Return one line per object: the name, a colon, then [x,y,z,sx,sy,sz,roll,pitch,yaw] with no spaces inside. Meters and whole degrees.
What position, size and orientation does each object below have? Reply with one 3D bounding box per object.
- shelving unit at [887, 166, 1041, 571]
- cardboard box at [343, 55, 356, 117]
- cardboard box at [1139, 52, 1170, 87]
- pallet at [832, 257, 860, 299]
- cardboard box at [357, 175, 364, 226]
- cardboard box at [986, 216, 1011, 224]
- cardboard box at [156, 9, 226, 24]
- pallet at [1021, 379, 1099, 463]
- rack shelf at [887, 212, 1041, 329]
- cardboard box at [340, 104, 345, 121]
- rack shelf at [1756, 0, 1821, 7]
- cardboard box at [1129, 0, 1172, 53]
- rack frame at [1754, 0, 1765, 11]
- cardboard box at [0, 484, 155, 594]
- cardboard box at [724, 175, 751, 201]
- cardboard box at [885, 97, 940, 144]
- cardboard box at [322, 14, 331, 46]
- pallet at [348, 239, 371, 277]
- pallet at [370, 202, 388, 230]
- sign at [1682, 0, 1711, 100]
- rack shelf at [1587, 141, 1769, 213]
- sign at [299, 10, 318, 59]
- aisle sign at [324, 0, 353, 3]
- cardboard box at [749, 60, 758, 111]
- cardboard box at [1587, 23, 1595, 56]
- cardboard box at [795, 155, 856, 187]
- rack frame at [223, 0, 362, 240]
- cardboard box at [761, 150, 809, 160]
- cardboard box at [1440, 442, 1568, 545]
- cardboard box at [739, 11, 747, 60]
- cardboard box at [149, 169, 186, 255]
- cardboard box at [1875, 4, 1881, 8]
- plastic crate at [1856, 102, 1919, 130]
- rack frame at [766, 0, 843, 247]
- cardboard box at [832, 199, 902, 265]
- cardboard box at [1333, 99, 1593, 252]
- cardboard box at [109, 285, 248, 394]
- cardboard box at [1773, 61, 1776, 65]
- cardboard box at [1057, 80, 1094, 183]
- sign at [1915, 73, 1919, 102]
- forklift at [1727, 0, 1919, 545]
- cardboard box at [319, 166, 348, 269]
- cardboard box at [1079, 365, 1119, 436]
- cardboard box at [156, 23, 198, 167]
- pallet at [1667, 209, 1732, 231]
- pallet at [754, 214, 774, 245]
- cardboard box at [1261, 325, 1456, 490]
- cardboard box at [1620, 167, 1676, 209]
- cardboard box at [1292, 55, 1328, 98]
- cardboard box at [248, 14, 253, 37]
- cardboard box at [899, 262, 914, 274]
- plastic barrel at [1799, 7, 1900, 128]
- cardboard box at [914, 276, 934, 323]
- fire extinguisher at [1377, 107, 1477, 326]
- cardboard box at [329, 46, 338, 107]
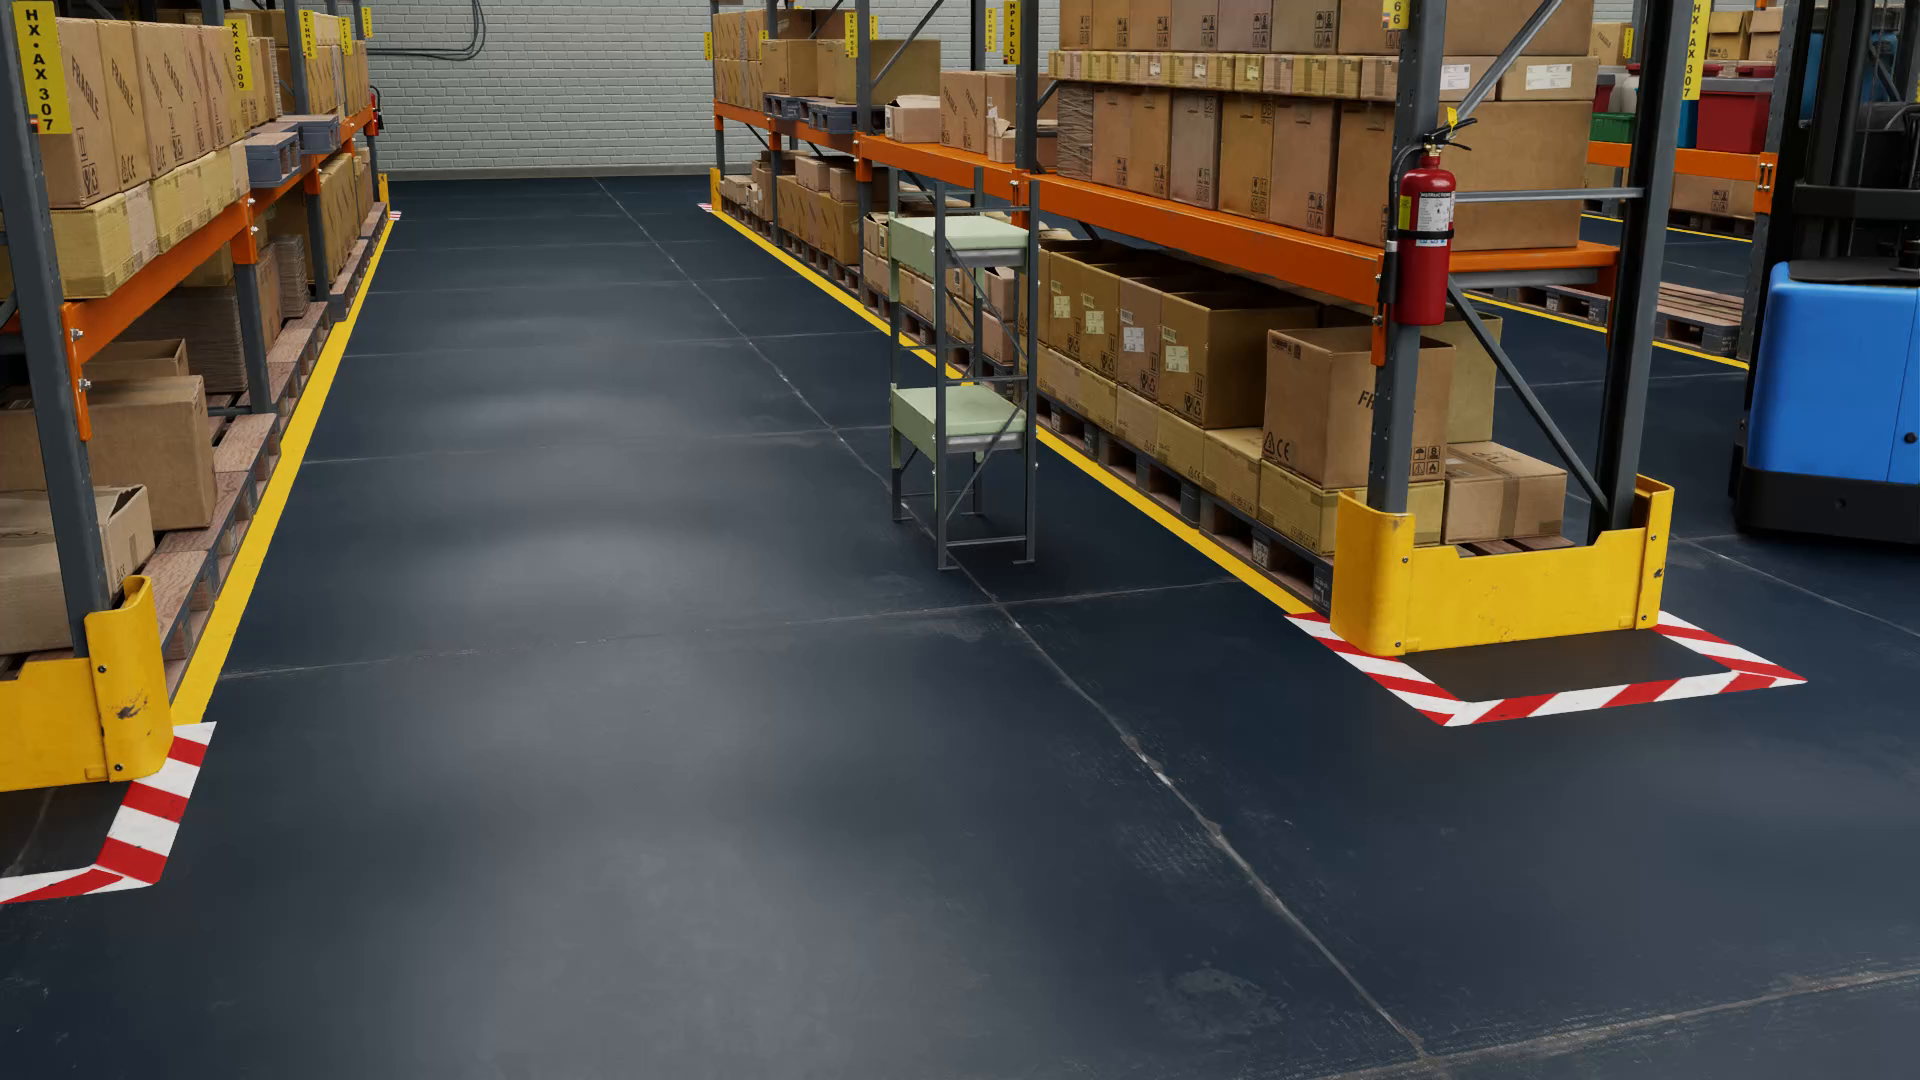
shelving unit: [0.002,-0.716,6.730,0.431,1.500,0.755,-5,17,-15]
cardboard box: [-6.294,-4.359,15.729,0.980,0.700,0.700,-4,17,-14]
cardboard box: [1.046,-2.157,7.617,0.380,0.149,0.250,-5,17,-17]
pallet: [-0.468,-2.224,13.991,1.003,0.211,1.213,-5,17,-15]
cardboard box: [-6.402,-3.422,16.746,0.700,0.500,0.500,-5,17,-16]
cardboard box: [0.230,-2.235,12.252,0.500,0.311,0.500,-5,17,-16]
cardboard box: [-5.435,-3.622,11.766,0.500,0.250,0.500,-4,17,-14]
pallet: [0.978,-0.685,8.866,1.003,0.211,1.213,-5,17,-15]
rack shelf: [0.002,-1.090,6.618,0.431,0.370,0.720,-5,17,-15]
cardboard box: [-5.703,-3.814,14.838,0.380,0.149,0.250,-4,17,-14]
rack shelf: [12.374,-7.248,21.905,1.077,0.370,4.000,-5,17,-15]
cardboard box: [1.205,-2.513,7.674,0.700,0.500,0.500,-5,17,-15]
rack frame: [11.825,-6.710,24.075,1.000,3.000,0.127,-5,17,-15]
cardboard box: [-3.123,-0.024,5.727,0.500,0.311,0.500,-3,17,-11]
cardboard box: [-2.484,-4.146,19.555,0.500,0.250,0.500,-5,17,-15]
cardboard box: [-0.240,-3.045,12.030,0.500,0.311,0.500,-5,17,-16]
cardboard box: [-5.515,-4.231,13.794,0.500,0.250,0.500,-4,17,-14]
pallet: [-5.876,-2.521,14.979,1.003,0.211,1.213,-5,17,-15]
pallet: [-6.965,-3.620,18.637,1.003,0.211,1.213,-5,17,-15]
sign: [2.434,-1.632,5.530,0.100,0.325,0.005,-5,17,-15]
rack shelf: [5.014,-2.843,12.454,1.077,0.370,4.000,-5,17,-15]
sign: [-4.542,-3.520,11.581,0.100,0.325,0.005,-5,17,-15]
aisle sign: [-6.991,-6.459,18.723,0.394,0.787,0.004,-5,17,-15]
cardboard box: [-1.926,-4.765,17.428,0.500,0.500,0.500,-4,17,-14]
cardboard box: [7.610,-5.914,19.865,0.500,0.500,0.500,-5,17,-15]
cardboard box: [-1.225,-3.400,15.333,0.500,0.250,0.500,-5,17,-15]
rack frame: [-6.161,-4.064,15.268,1.000,3.000,0.127,-5,17,-15]
cardboard box: [-2.112,-4.446,20.119,0.500,0.500,0.500,-5,17,-15]
cardboard box: [1.966,-0.188,6.413,0.500,0.250,0.500,-5,17,-15]
cardboard box: [-2.068,-5.384,17.750,0.500,0.500,0.500,-5,17,-15]
cardboard box: [-2.982,-1.127,5.715,0.500,0.250,0.500,-5,17,-16]
cardboard box: [12.103,-6.808,21.975,0.500,0.500,0.500,-5,18,-17]
plastic crate: [5.585,-2.450,10.002,0.767,0.338,0.504,-5,17,-15]
rack frame: [-1.399,-4.457,16.575,1.000,3.000,0.127,-5,17,-15]
cardboard box: [-0.782,-2.604,13.988,0.500,0.500,0.500,-4,17,-13]
cardboard box: [1.783,-1.316,5.944,0.700,0.500,0.500,-5,17,-15]
cardboard box: [-4.180,-1.067,8.871,0.700,0.500,0.500,-4,17,-13]
cardboard box: [8.575,-4.579,16.809,0.500,0.500,0.500,-5,18,-17]
cardboard box: [0.928,-2.170,8.787,0.700,0.500,0.500,-5,17,-17]
sign: [6.096,-2.808,10.604,0.100,0.325,0.005,-5,17,-15]
forklift: [4.336,-1.726,7.604,1.130,2.935,3.031,8,18,24]
cardboard box: [-5.372,-2.586,13.354,0.750,0.750,0.750,-5,17,-16]
cardboard box: [0.901,-0.699,8.113,0.500,0.250,0.500,-5,17,-15]
cardboard box: [-3.120,-1.620,6.055,0.500,0.500,0.500,-4,17,-14]
pallet: [8.412,-3.696,18.890,1.003,0.211,1.213,-5,17,-15]
pallet: [-1.586,-3.311,17.609,1.003,0.211,1.213,-5,17,-15]
cardboard box: [1.466,-0.506,6.168,0.500,0.500,0.500,-5,17,-15]
cardboard box: [8.322,-4.247,18.840,1.225,0.875,0.875,-5,17,-15]
cardboard box: [1.467,-1.730,6.195,0.380,0.149,0.250,-5,17,-16]
cardboard box: [-4.938,-3.434,11.104,0.380,0.149,0.250,-7,18,-22]
cardboard box: [-0.147,-2.049,11.635,0.500,0.311,0.500,-5,17,-17]
plastic barrel: [5.749,-3.005,10.872,0.600,0.901,0.708,-5,17,-15]
cardboard box: [-0.010,-1.642,11.255,0.500,0.250,0.500,-4,17,-14]
fire extinguisher: [1.485,-1.031,5.305,0.296,0.674,0.183,-5,17,-15]
cardboard box: [-5.512,-3.876,13.917,0.500,0.500,0.500,-5,17,-15]
